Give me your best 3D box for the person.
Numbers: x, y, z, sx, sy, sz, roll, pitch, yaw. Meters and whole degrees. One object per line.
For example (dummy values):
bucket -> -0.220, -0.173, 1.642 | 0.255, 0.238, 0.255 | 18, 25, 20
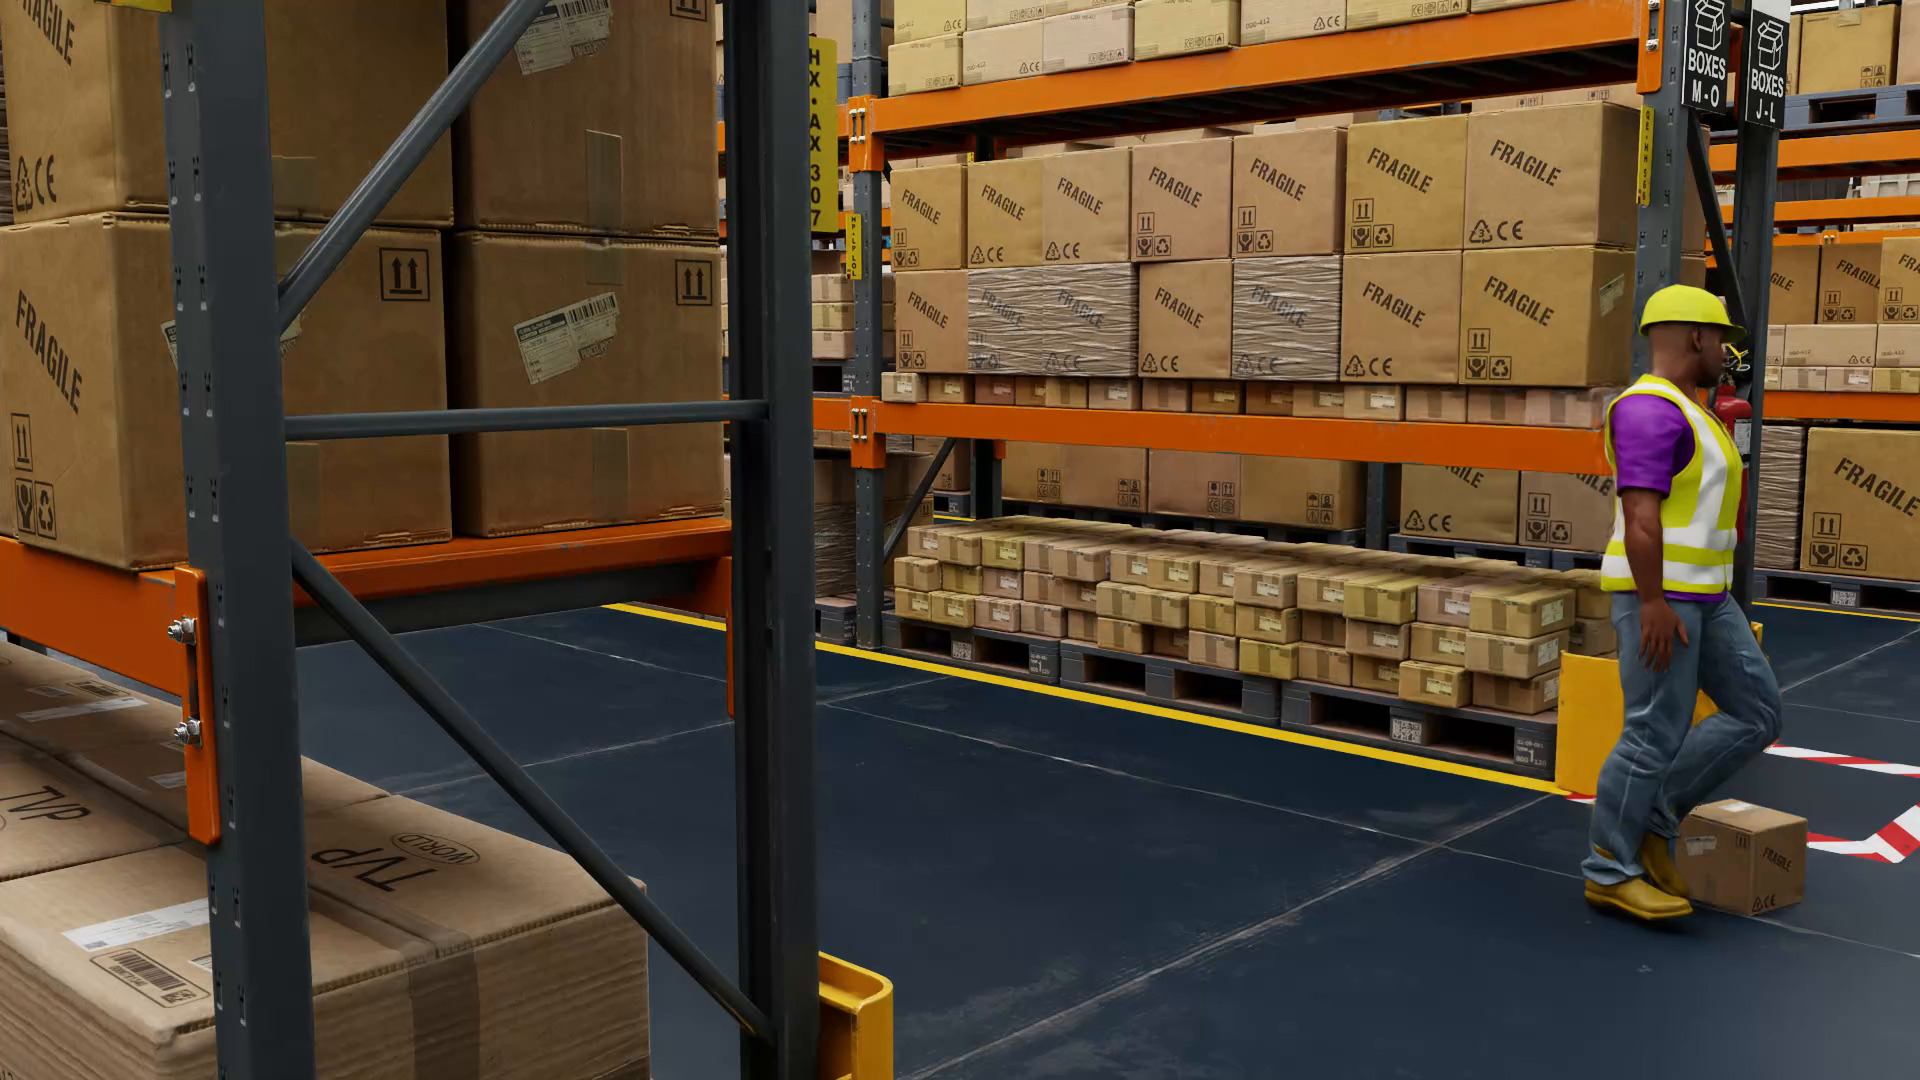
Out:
person -> 2.041, 0.170, 4.665 | 0.474, 1.762, 0.673 | 5, 9, 37
